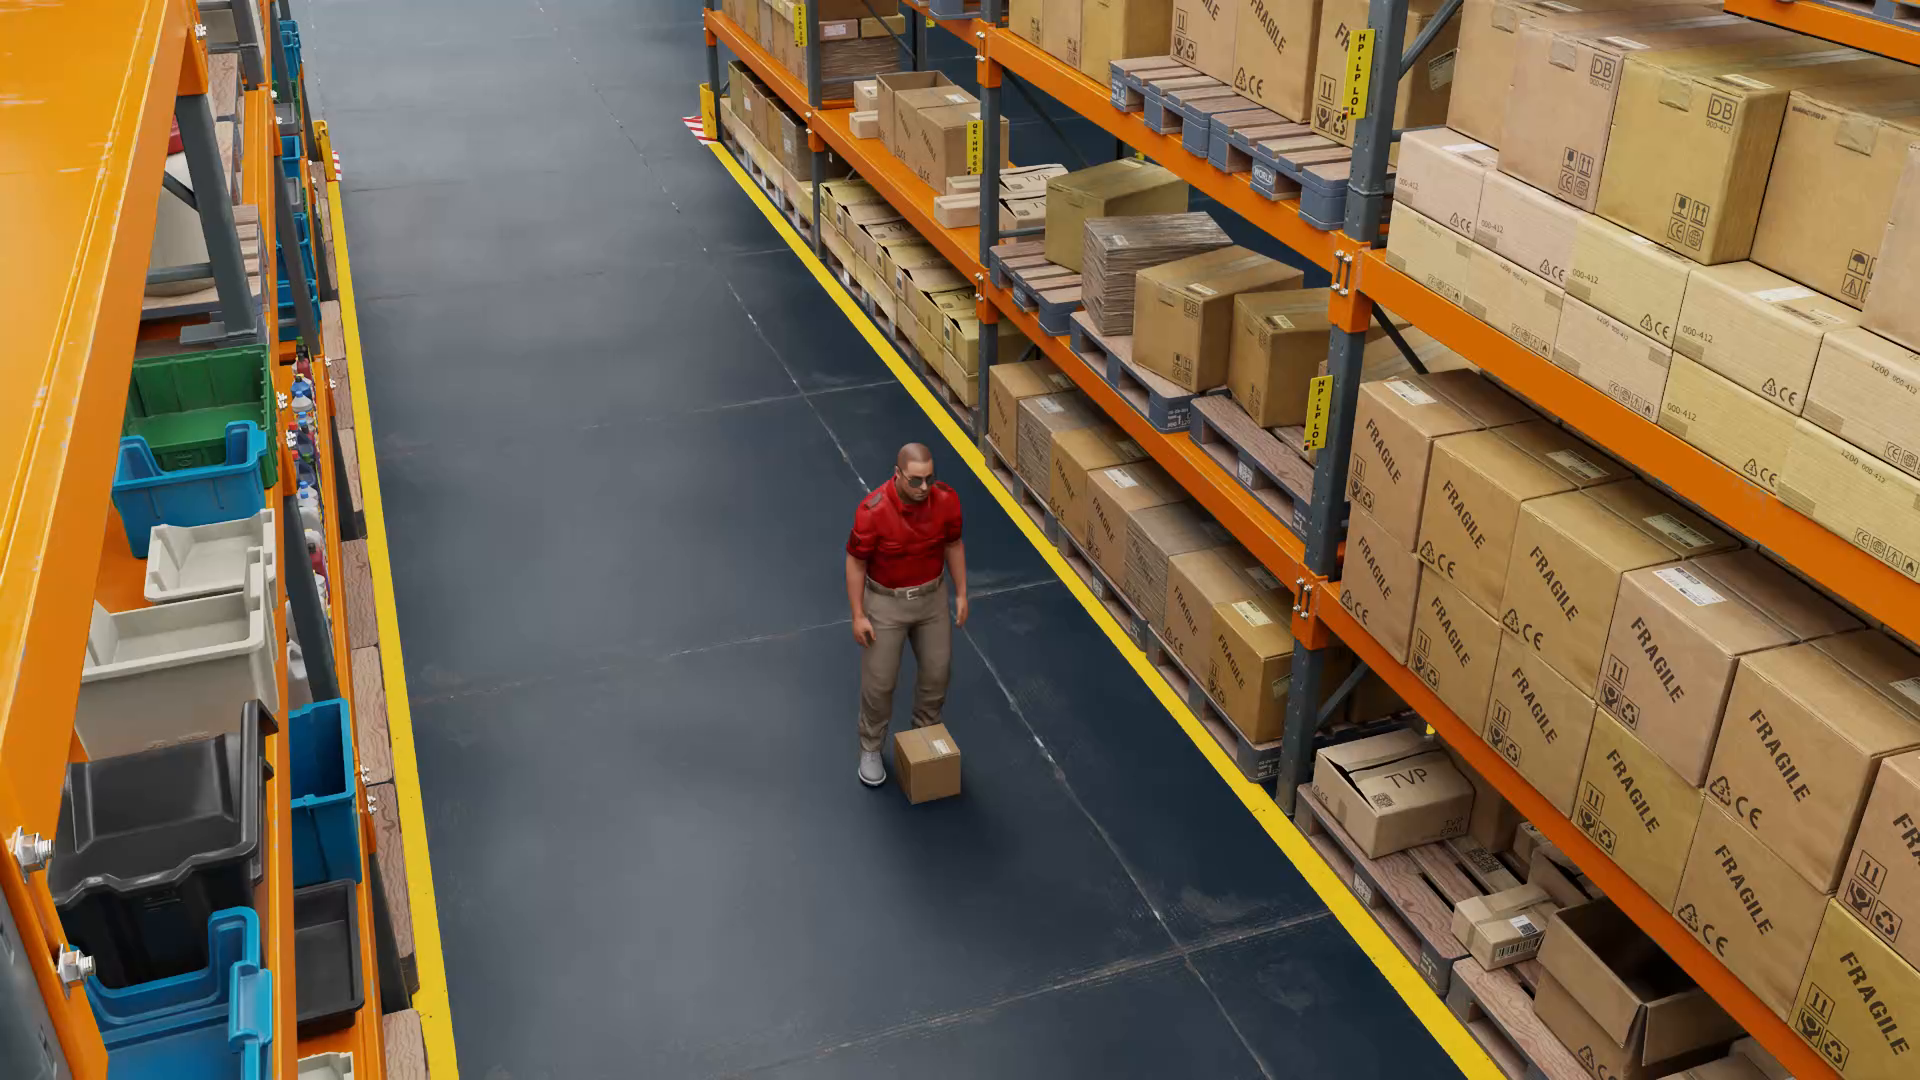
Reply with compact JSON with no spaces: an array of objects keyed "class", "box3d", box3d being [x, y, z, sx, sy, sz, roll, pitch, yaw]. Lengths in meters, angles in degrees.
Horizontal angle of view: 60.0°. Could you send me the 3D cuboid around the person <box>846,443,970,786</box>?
[{"class":"person","box3d":[-0.244,0.311,7.811,0.603,1.728,0.384,-12,32,-20]}]
